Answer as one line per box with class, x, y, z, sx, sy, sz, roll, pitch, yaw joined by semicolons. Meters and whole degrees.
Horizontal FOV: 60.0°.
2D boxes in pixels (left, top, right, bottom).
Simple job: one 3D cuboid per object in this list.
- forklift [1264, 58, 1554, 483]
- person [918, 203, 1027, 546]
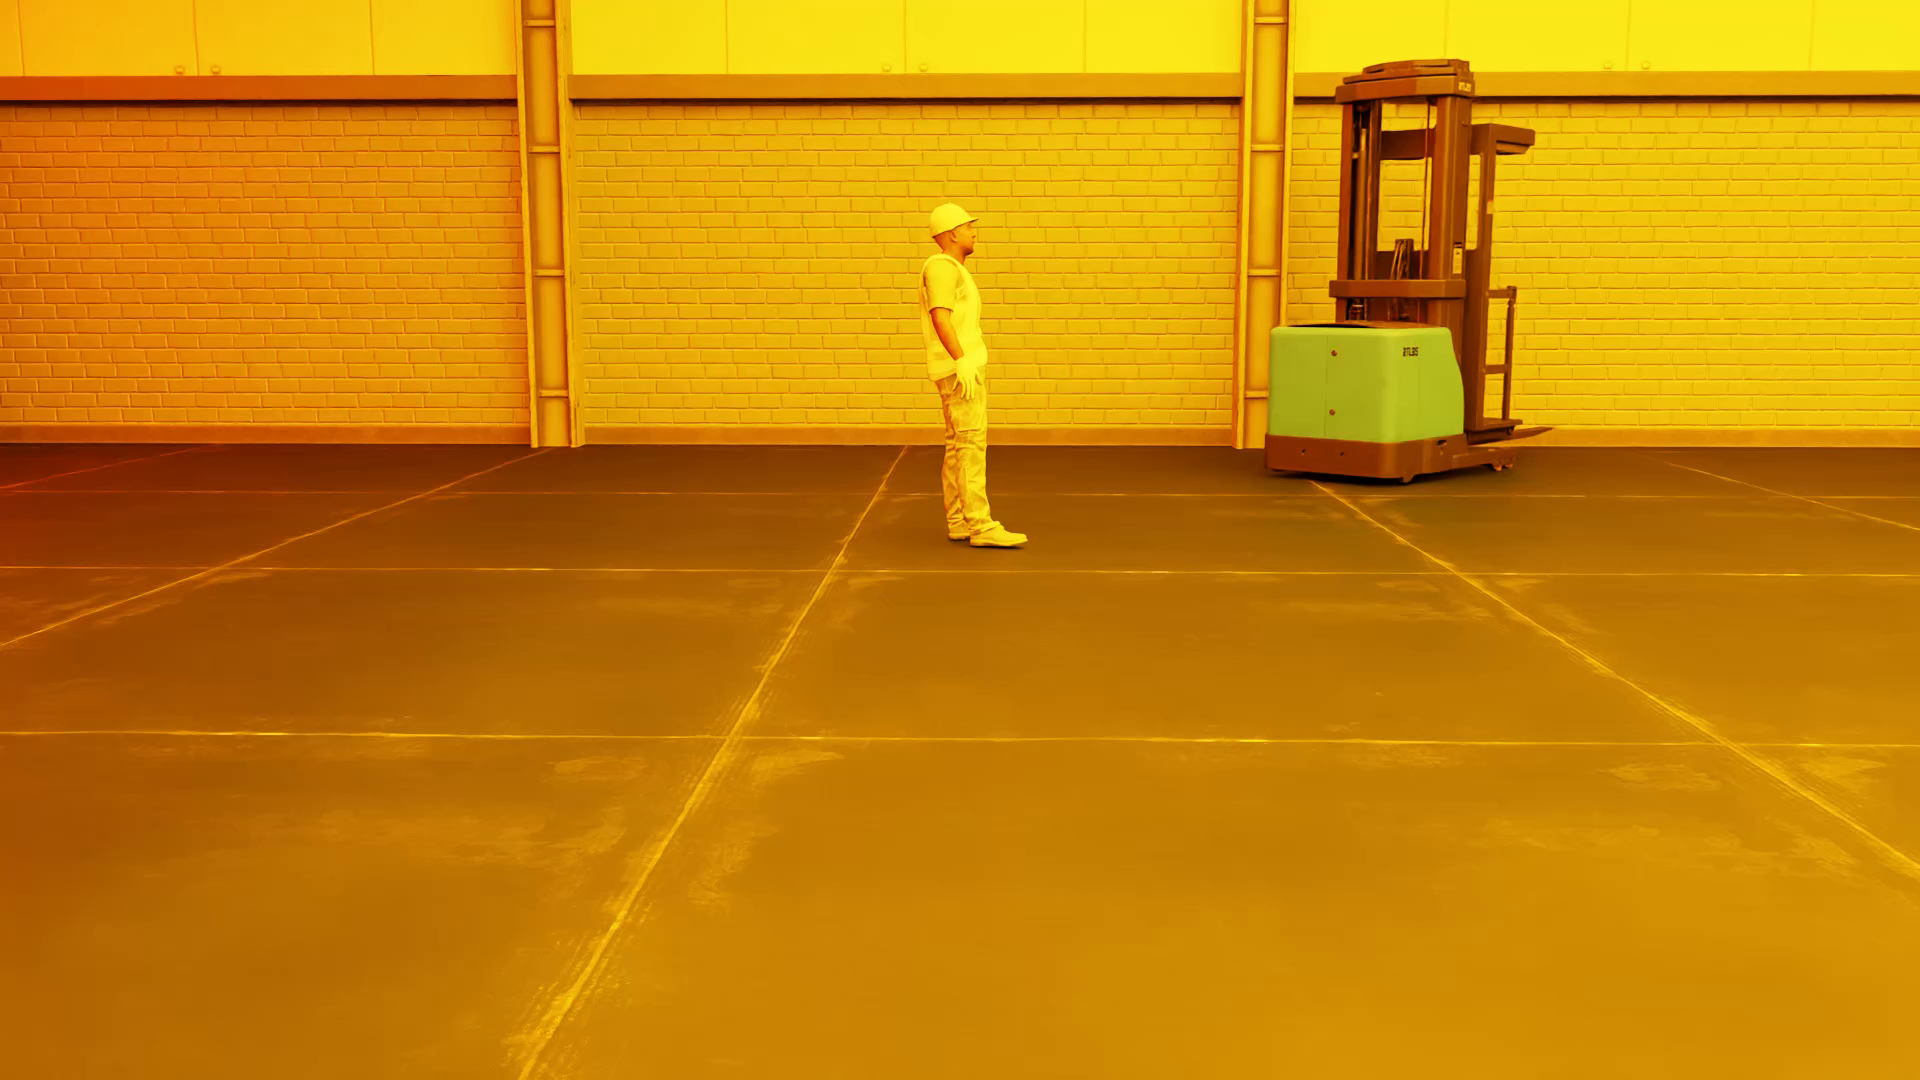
forklift;3.551;-2.009;12.452;1.130;2.935;3.031;8;12;42
person;0.071;-0.887;8.855;0.577;1.782;0.656;0;9;1
